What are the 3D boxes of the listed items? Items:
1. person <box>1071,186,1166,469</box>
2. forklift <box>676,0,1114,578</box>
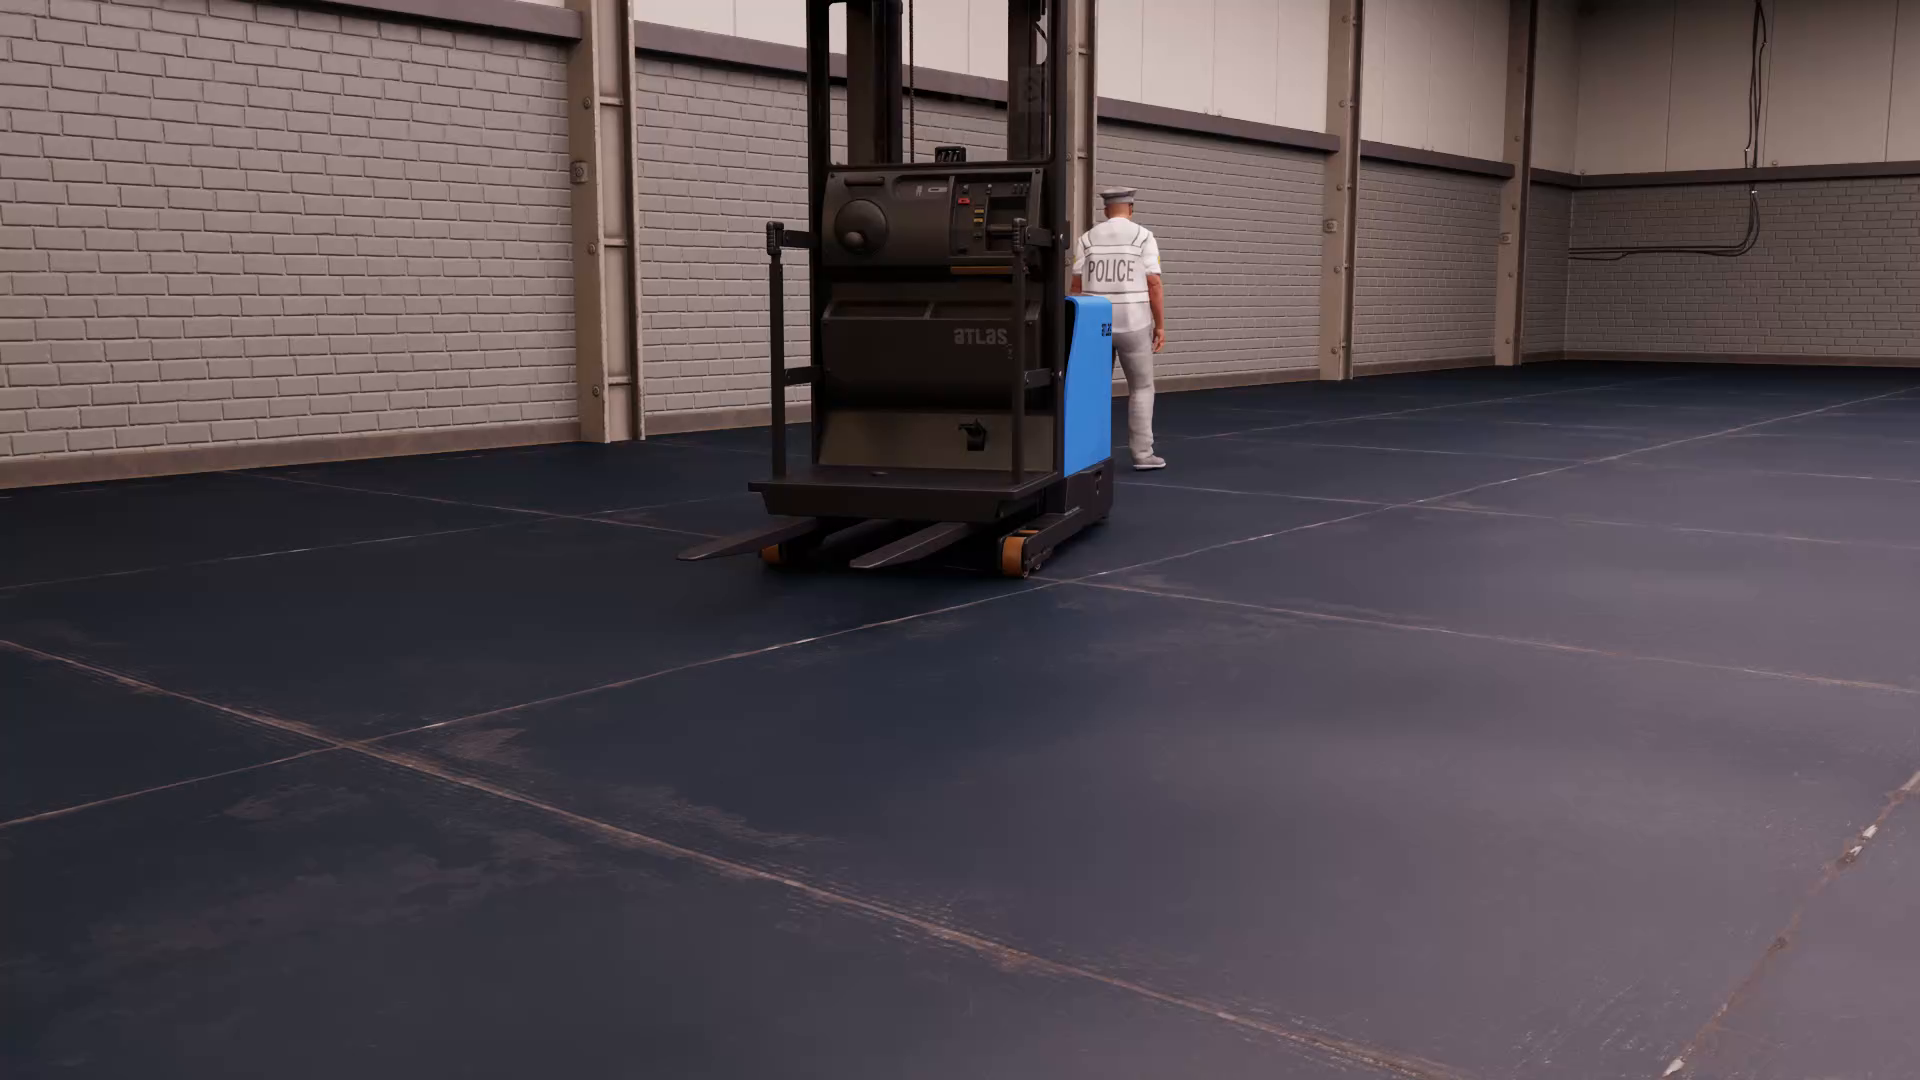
[{"bbox_3d":[0.978,-1.315,10.345,0.587,1.748,0.433,3,9,19],"label":"person"},{"bbox_3d":[-0.176,-1.366,6.616,1.130,2.935,3.031,3,9,17],"label":"forklift"}]
